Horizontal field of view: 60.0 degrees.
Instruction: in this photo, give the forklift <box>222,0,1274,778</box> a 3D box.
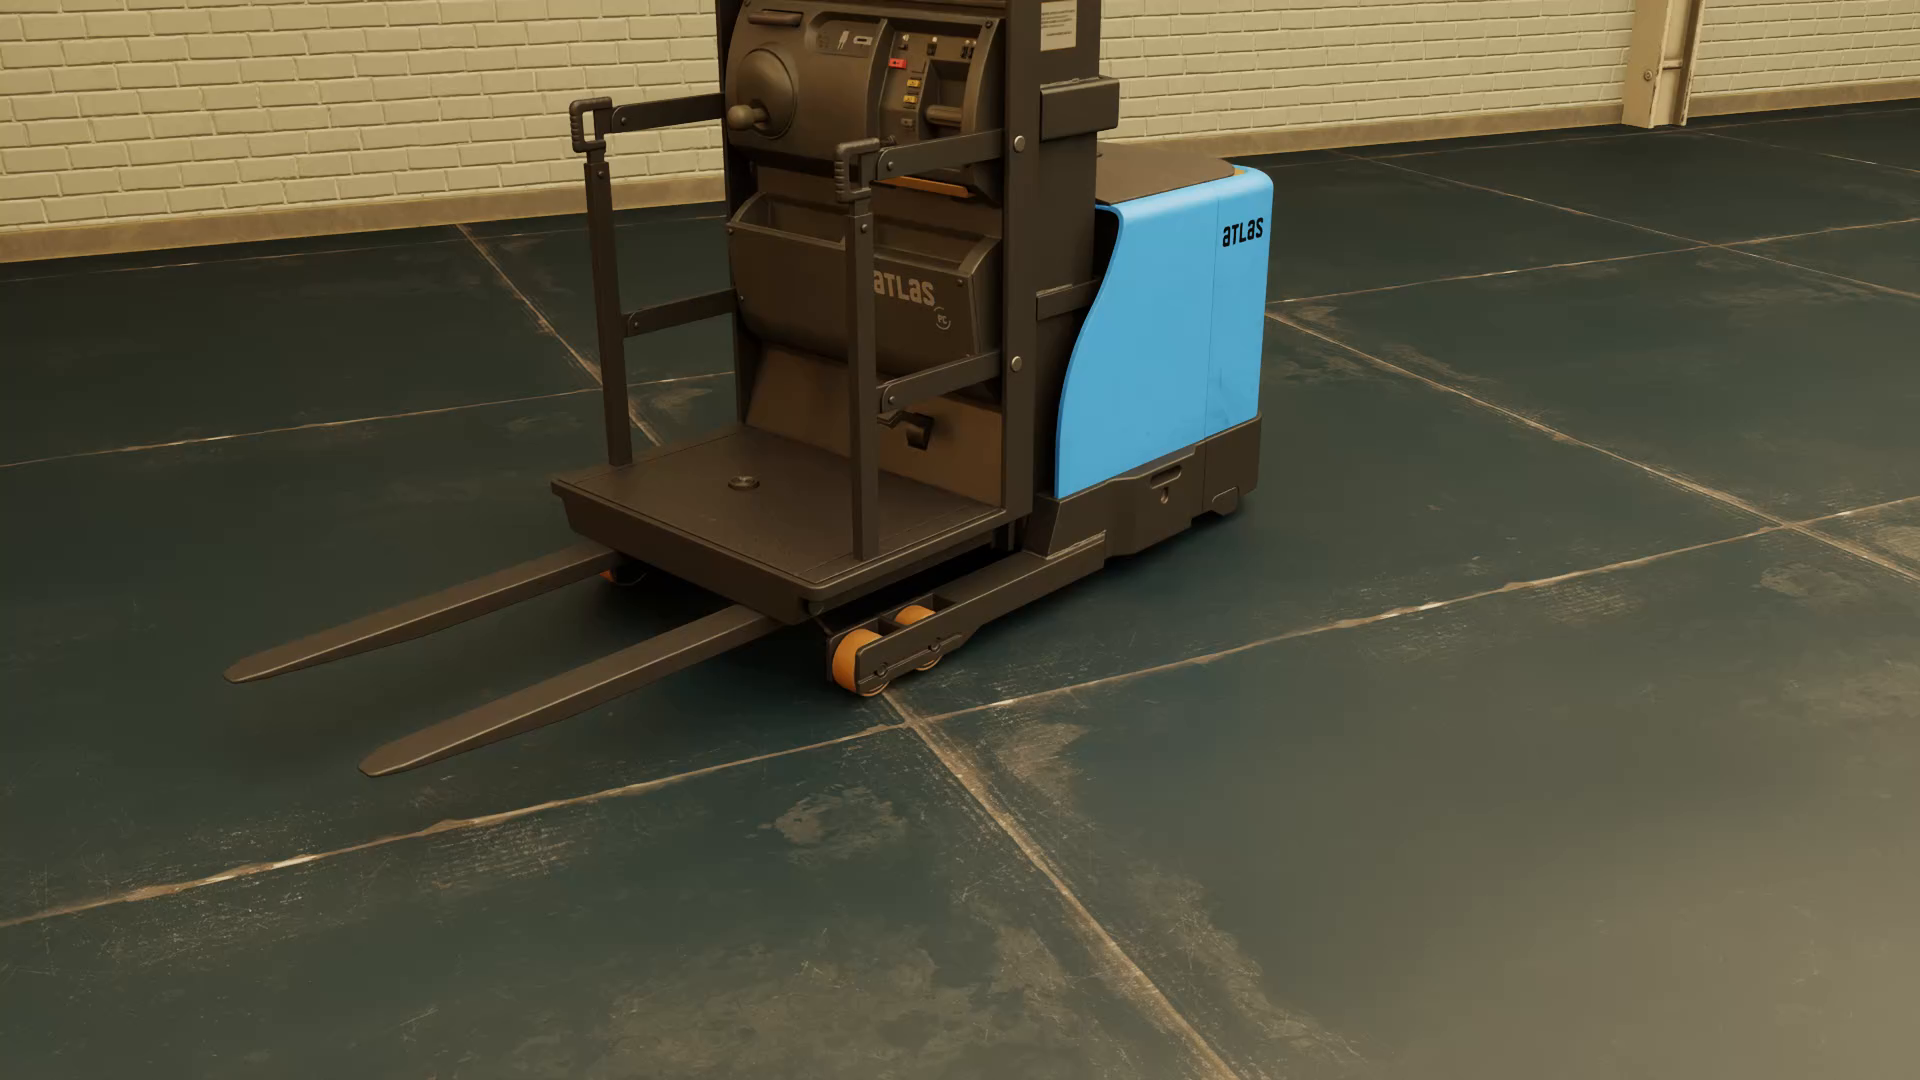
[{"bbox_3d":[-0.413,-1.182,4.131,1.130,2.935,3.031,19,29,39],"label":"forklift"}]
